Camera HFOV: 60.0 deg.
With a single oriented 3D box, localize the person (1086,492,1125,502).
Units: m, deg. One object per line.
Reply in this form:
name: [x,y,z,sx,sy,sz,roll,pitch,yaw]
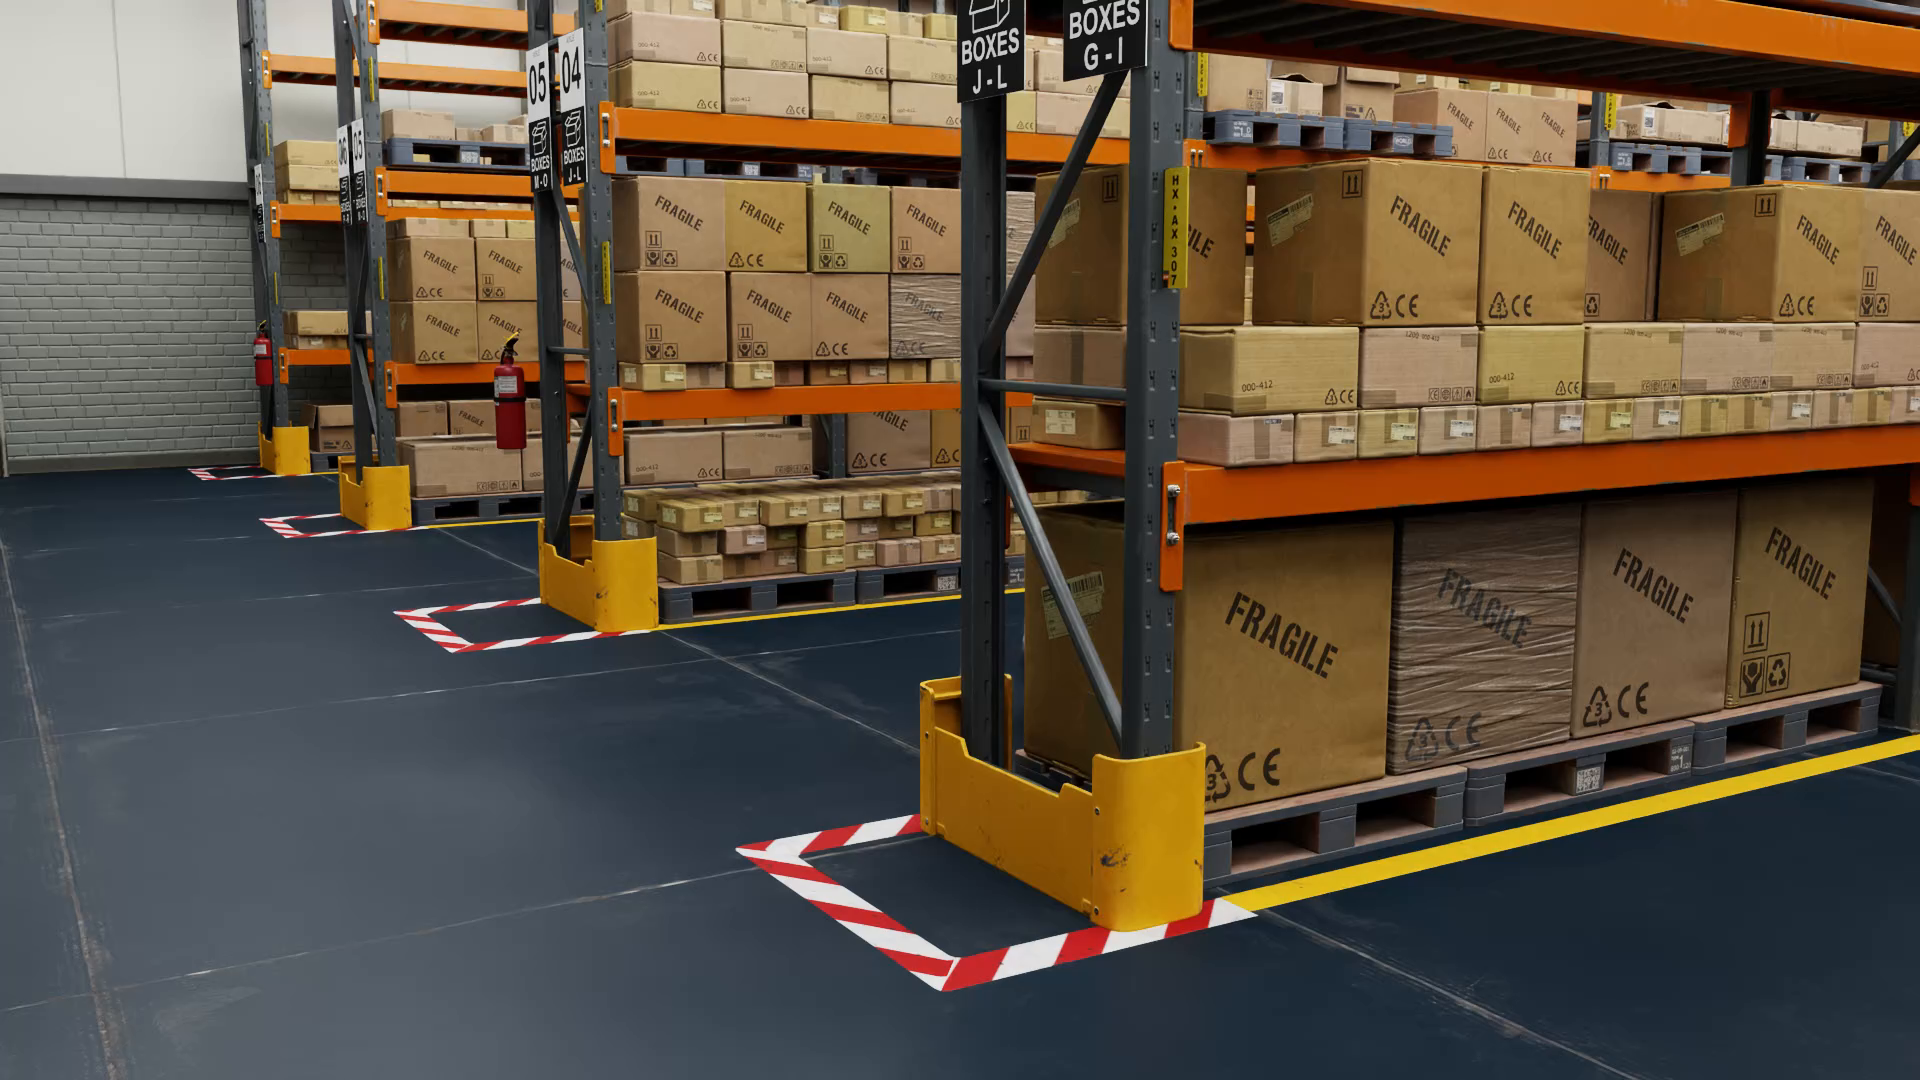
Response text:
person: [0.867,-0.162,7.415,0.420,1.835,0.593,-6,10,-37]
